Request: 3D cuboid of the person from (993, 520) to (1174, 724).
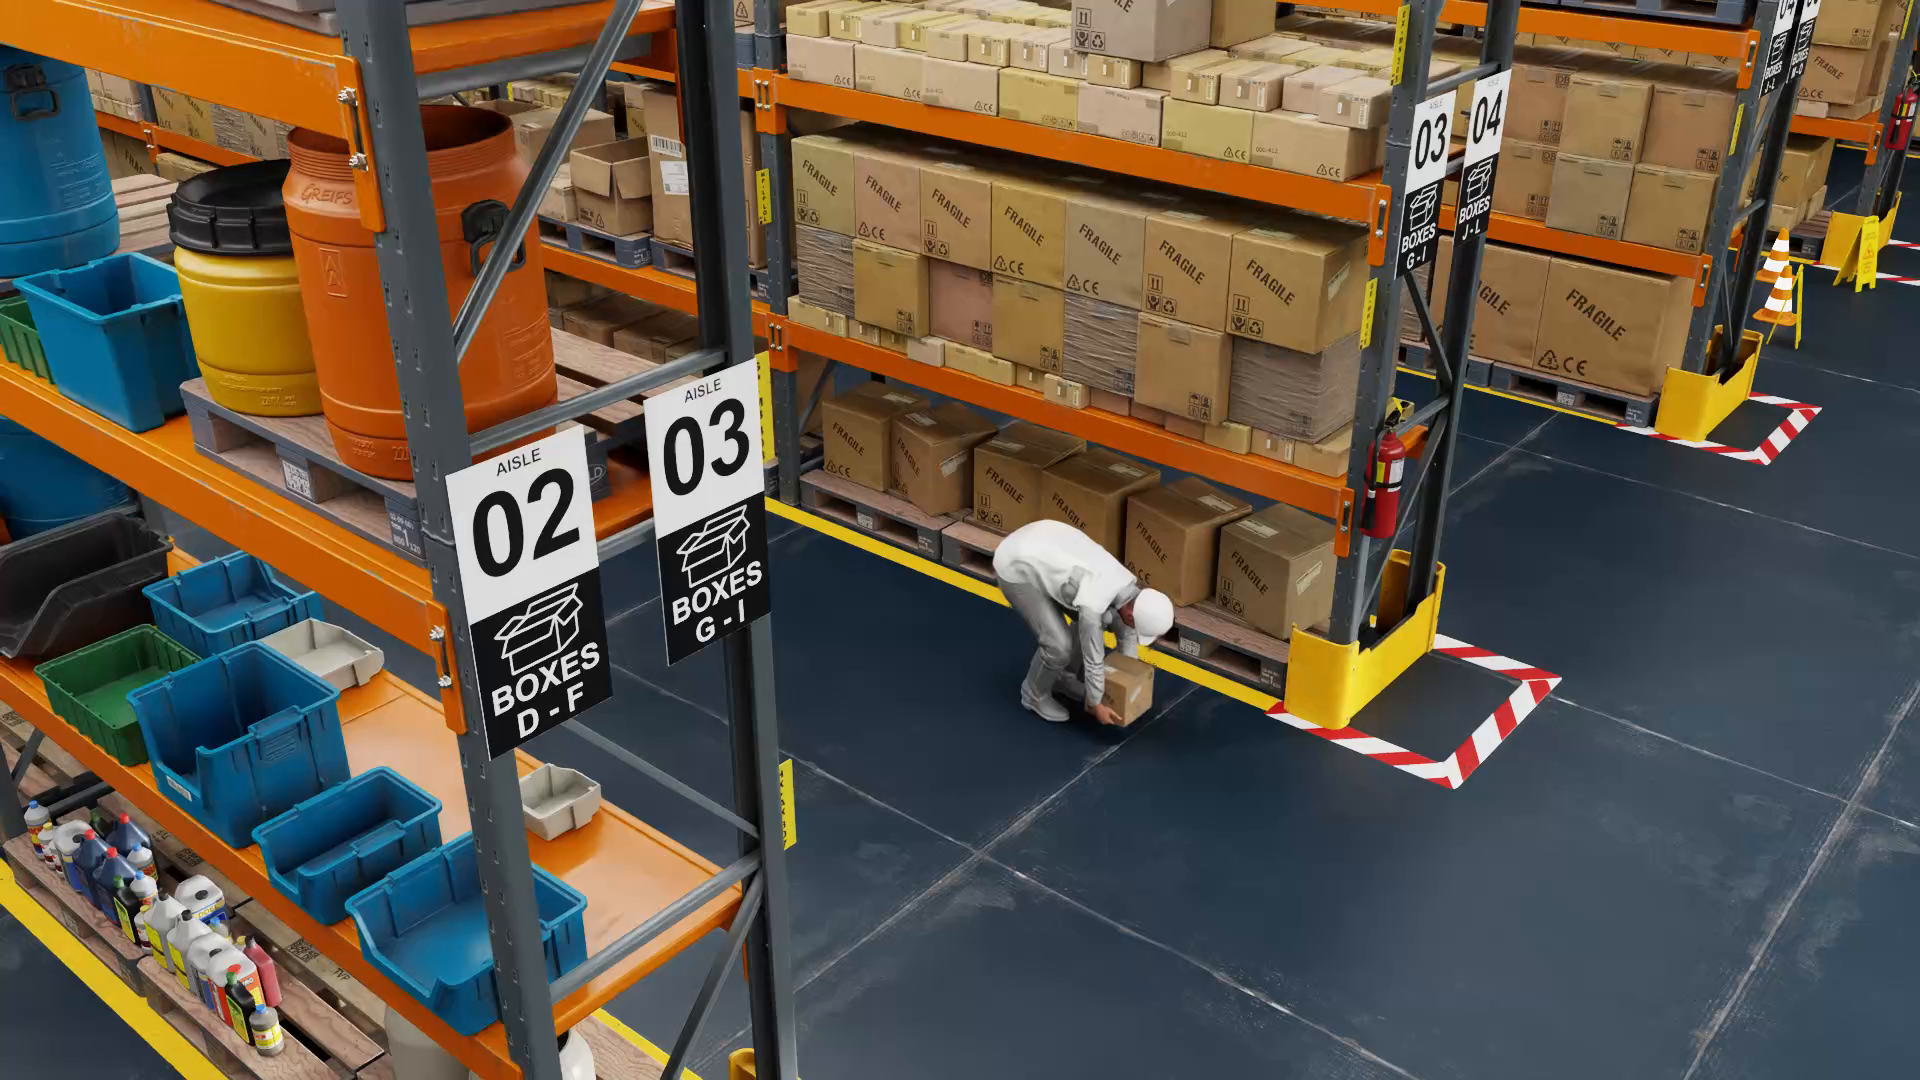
[{"bbox_3d":[0.645,0.447,8.531,1.002,1.028,0.479,18,32,31],"label":"person"}]
